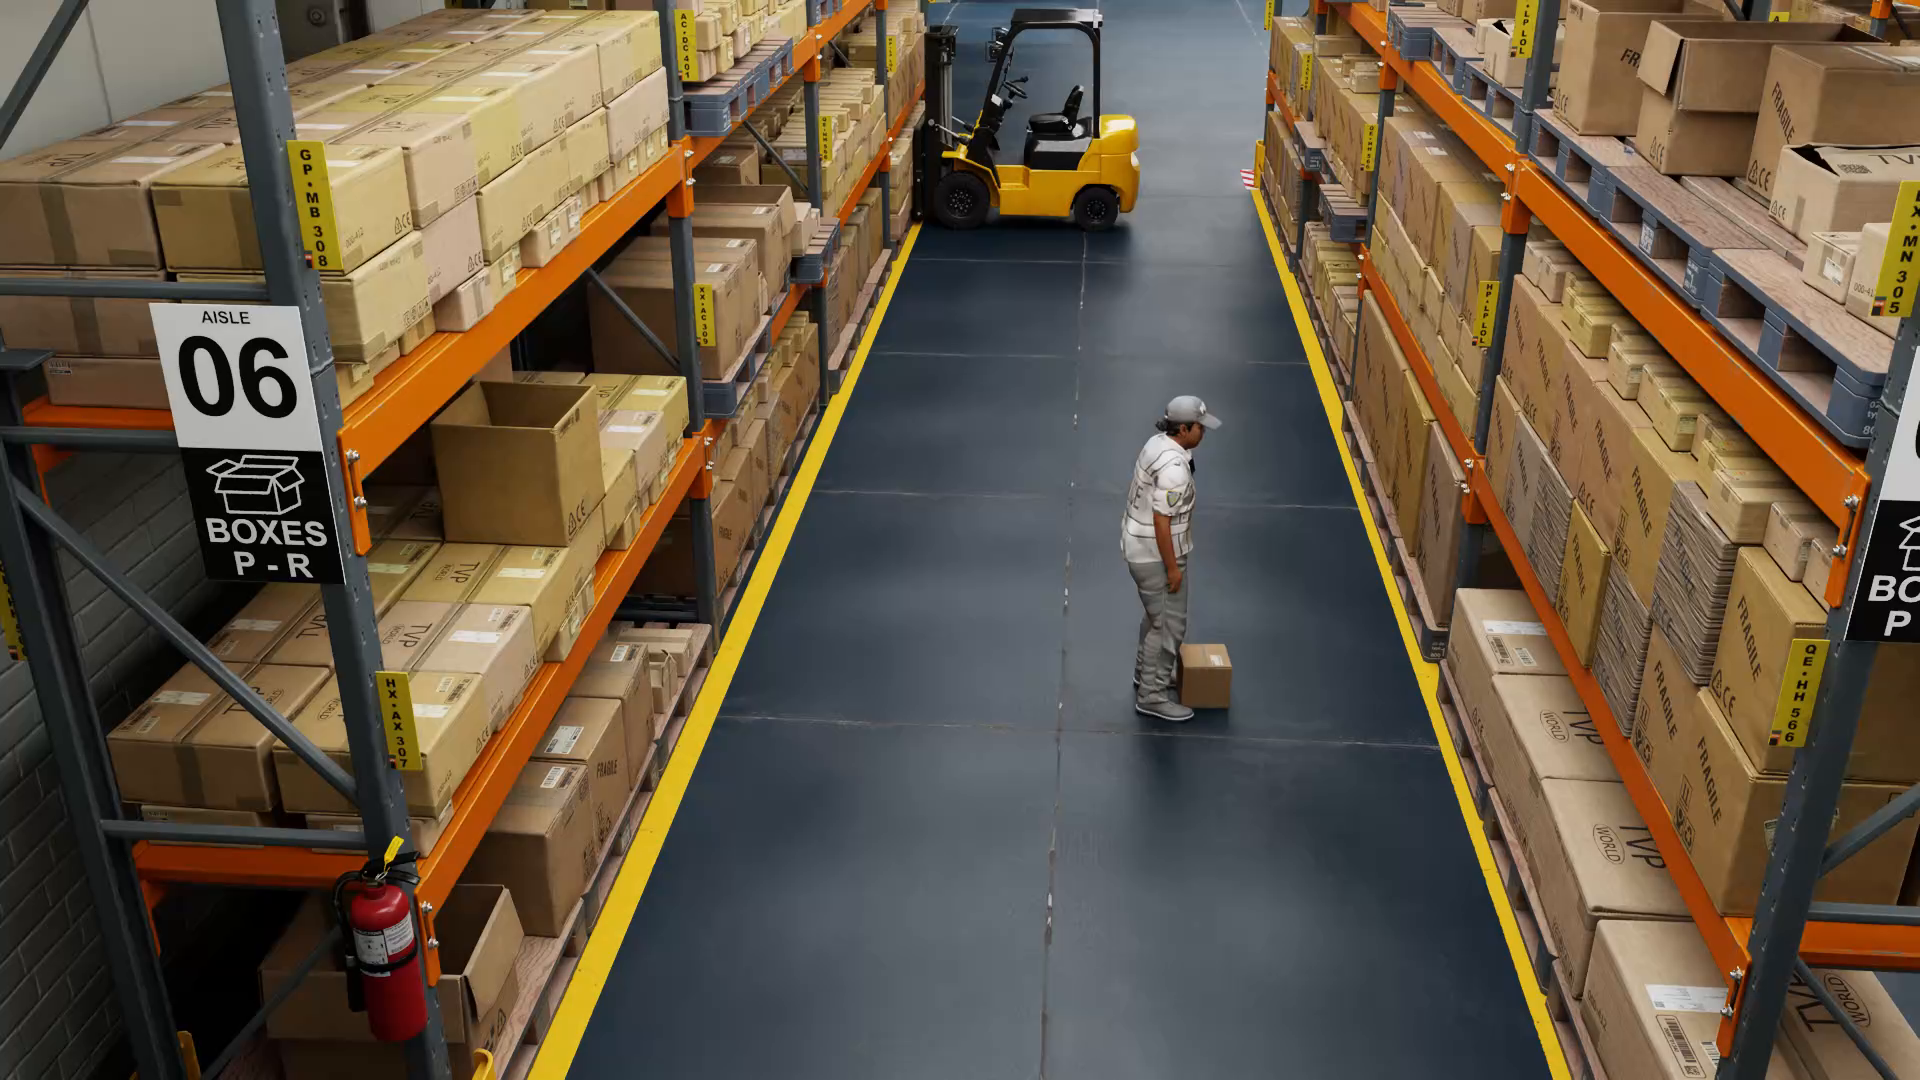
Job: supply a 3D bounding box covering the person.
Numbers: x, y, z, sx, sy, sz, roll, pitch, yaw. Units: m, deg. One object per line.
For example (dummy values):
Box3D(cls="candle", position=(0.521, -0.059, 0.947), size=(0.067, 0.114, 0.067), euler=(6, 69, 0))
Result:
Box3D(cls="person", position=(1.054, 0.068, 8.451), size=(0.467, 1.665, 0.555), euler=(1, 25, 1))
